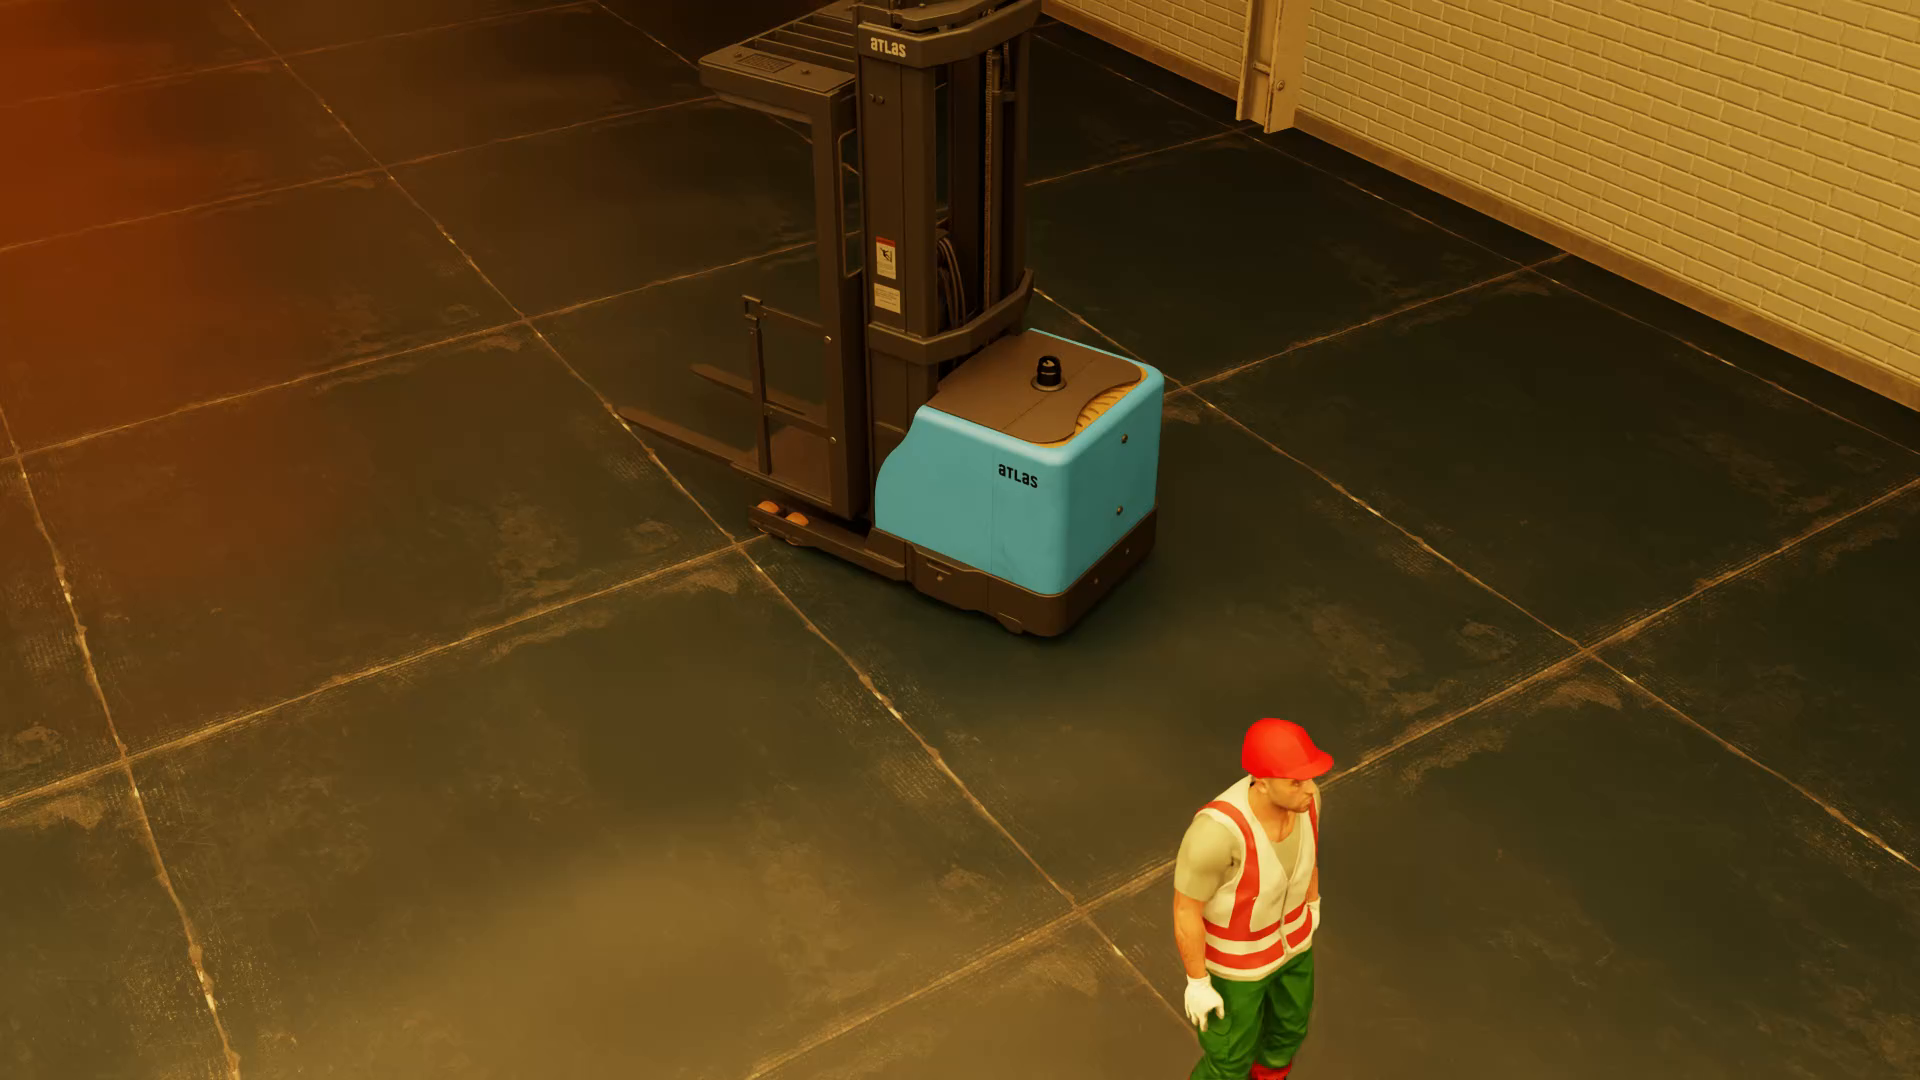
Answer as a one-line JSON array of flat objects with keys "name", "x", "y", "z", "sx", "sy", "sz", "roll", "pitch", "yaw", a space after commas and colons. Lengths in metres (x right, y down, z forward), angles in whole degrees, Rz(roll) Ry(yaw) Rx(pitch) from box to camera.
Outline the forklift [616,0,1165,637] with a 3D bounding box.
[{"name": "forklift", "x": -0.500, "y": -1.399, "z": 8.138, "sx": 3.031, "sy": 2.935, "sz": 1.130, "roll": 22, "pitch": 41, "yaw": 28}]

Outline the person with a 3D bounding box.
[{"name": "person", "x": 0.960, "y": 1.329, "z": 5.267, "sx": 0.633, "sy": 1.801, "sz": 0.483, "roll": -24, "pitch": 42, "yaw": -30}]
